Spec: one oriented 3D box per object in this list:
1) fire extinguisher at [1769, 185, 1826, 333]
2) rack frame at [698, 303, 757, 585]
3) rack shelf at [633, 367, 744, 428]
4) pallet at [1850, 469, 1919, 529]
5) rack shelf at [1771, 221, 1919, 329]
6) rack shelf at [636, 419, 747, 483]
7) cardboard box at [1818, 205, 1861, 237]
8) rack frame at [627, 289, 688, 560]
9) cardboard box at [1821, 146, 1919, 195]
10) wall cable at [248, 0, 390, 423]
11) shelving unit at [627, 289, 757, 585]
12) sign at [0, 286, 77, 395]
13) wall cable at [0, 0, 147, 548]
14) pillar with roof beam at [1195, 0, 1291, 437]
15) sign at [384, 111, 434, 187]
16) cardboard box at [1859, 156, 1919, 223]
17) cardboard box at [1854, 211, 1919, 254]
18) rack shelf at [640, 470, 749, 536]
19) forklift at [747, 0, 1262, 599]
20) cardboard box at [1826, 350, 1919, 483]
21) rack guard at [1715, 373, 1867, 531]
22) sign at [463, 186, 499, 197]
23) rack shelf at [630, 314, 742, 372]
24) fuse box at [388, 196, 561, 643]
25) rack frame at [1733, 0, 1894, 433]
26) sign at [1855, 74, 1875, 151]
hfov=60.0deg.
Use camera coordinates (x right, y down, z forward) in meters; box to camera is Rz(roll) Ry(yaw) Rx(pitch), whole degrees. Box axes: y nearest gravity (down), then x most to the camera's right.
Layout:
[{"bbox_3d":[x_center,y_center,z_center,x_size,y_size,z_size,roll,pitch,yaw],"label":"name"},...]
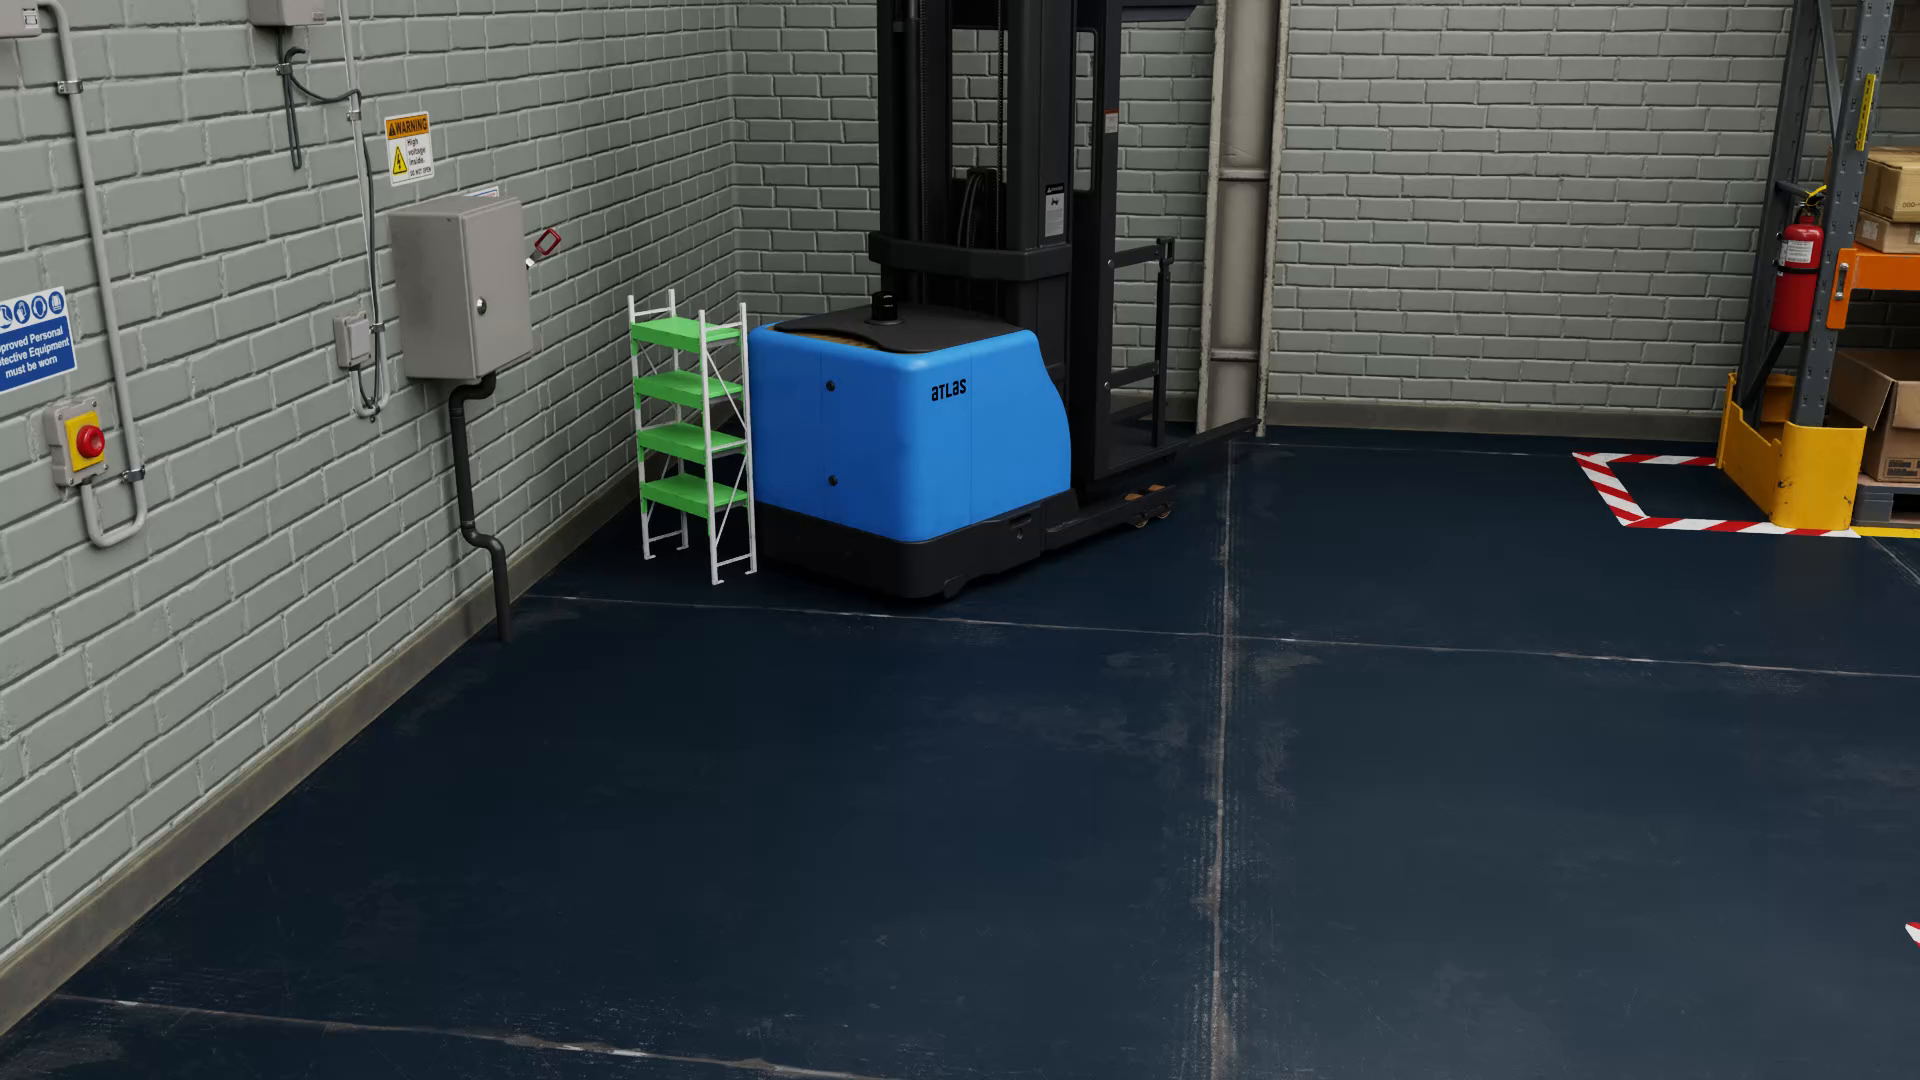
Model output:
[{"bbox_3d":[3.886,-1.307,7.693,0.183,0.674,0.296,3,19,9],"label":"fire extinguisher"},{"bbox_3d":[-0.990,-0.402,7.115,0.015,1.200,0.240,17,25,41],"label":"rack frame"},{"bbox_3d":[-1.168,-0.623,7.218,0.480,0.148,0.258,17,25,41],"label":"rack shelf"},{"bbox_3d":[4.967,-0.292,8.344,1.213,0.211,1.003,3,19,9],"label":"pallet"},{"bbox_3d":[6.080,-1.217,7.845,4.000,0.370,1.077,3,19,9],"label":"rack shelf"},{"bbox_3d":[-1.168,-0.395,7.294,0.480,0.148,0.258,17,25,41],"label":"rack shelf"},{"bbox_3d":[4.475,-1.607,8.273,0.250,0.149,0.380,3,19,8],"label":"cardboard box"},{"bbox_3d":[-1.346,-0.509,7.432,0.015,1.200,0.240,17,25,41],"label":"rack frame"},{"bbox_3d":[4.601,-1.788,8.188,0.500,0.250,0.500,3,19,10],"label":"cardboard box"},{"bbox_3d":[-2.036,-1.306,5.379,0.122,1.984,0.588,3,19,9],"label":"wall cable"},{"bbox_3d":[-1.168,-0.456,7.274,0.503,1.200,0.258,17,25,41],"label":"shelving unit"},{"bbox_3d":[-2.318,-0.496,4.131,0.001,0.218,0.327,3,19,9],"label":"sign"},{"bbox_3d":[-2.250,-0.876,4.044,0.123,1.953,0.585,3,19,9],"label":"wall cable"},{"bbox_3d":[0.903,-3.573,4.299,0.400,9.000,9.100,3,19,9],"label":"pillar with roof beam"},{"bbox_3d":[-1.986,-1.415,6.004,0.001,0.242,0.339,3,19,9],"label":"sign"},{"bbox_3d":[4.510,-1.621,7.688,0.500,0.250,0.500,3,19,9],"label":"cardboard box"},{"bbox_3d":[4.386,-1.437,7.766,0.250,0.149,0.380,3,19,8],"label":"cardboard box"},{"bbox_3d":[-1.168,-0.167,7.370,0.480,0.148,0.258,17,25,41],"label":"rack shelf"},{"bbox_3d":[0.406,-1.540,7.786,1.130,2.935,3.031,15,24,38],"label":"forklift"},{"bbox_3d":[4.694,-0.613,8.181,0.637,0.503,0.797,2,19,6],"label":"cardboard box"},{"bbox_3d":[4.180,-0.469,8.417,0.348,0.500,1.175,3,19,9],"label":"rack guard"},{"bbox_3d":[-1.899,-1.150,6.664,0.001,0.494,0.329,3,19,9],"label":"sign"},{"bbox_3d":[-1.168,-0.850,7.142,0.480,0.148,0.258,17,25,41],"label":"rack shelf"},{"bbox_3d":[-1.772,-0.419,6.360,0.414,1.711,0.539,3,19,9],"label":"fuse box"},{"bbox_3d":[4.105,-1.658,8.032,0.127,3.000,1.000,3,19,9],"label":"rack frame"},{"bbox_3d":[4.019,-1.899,7.387,0.005,0.325,0.100,3,19,9],"label":"sign"}]
